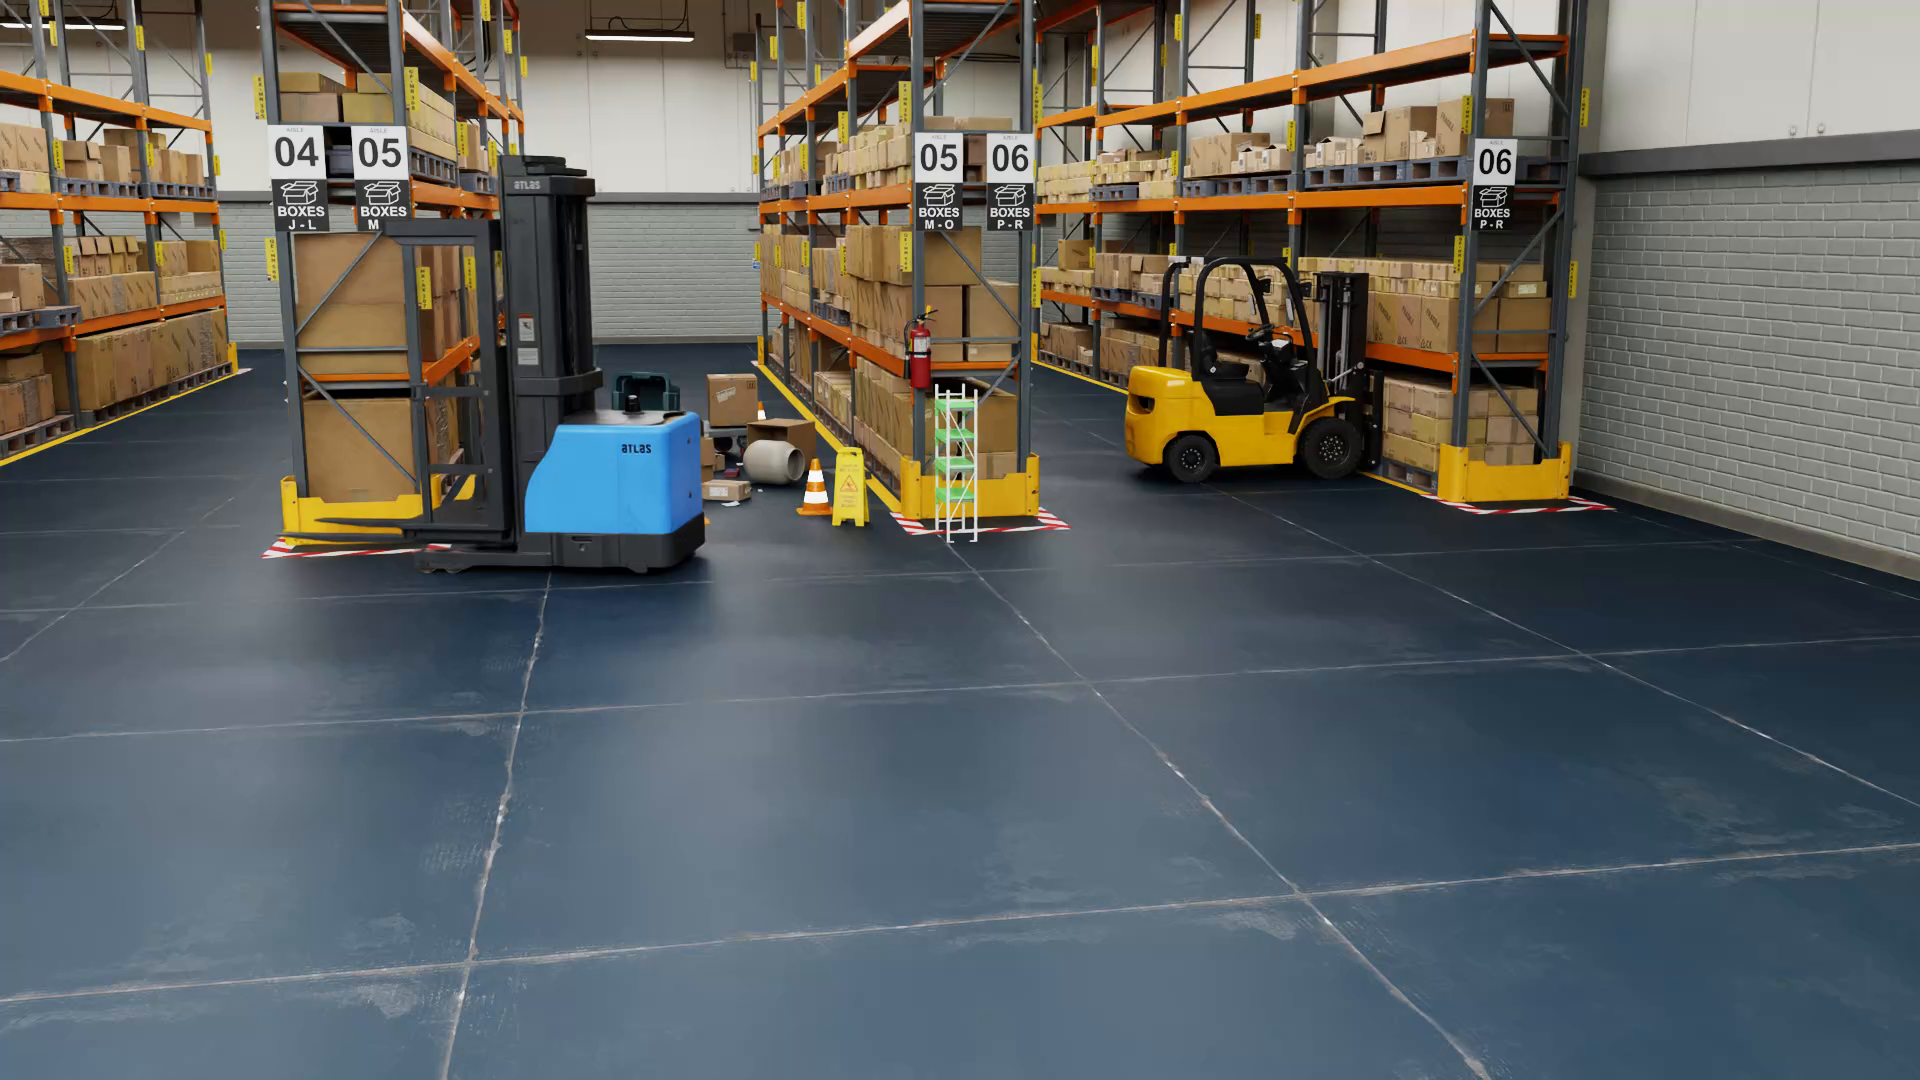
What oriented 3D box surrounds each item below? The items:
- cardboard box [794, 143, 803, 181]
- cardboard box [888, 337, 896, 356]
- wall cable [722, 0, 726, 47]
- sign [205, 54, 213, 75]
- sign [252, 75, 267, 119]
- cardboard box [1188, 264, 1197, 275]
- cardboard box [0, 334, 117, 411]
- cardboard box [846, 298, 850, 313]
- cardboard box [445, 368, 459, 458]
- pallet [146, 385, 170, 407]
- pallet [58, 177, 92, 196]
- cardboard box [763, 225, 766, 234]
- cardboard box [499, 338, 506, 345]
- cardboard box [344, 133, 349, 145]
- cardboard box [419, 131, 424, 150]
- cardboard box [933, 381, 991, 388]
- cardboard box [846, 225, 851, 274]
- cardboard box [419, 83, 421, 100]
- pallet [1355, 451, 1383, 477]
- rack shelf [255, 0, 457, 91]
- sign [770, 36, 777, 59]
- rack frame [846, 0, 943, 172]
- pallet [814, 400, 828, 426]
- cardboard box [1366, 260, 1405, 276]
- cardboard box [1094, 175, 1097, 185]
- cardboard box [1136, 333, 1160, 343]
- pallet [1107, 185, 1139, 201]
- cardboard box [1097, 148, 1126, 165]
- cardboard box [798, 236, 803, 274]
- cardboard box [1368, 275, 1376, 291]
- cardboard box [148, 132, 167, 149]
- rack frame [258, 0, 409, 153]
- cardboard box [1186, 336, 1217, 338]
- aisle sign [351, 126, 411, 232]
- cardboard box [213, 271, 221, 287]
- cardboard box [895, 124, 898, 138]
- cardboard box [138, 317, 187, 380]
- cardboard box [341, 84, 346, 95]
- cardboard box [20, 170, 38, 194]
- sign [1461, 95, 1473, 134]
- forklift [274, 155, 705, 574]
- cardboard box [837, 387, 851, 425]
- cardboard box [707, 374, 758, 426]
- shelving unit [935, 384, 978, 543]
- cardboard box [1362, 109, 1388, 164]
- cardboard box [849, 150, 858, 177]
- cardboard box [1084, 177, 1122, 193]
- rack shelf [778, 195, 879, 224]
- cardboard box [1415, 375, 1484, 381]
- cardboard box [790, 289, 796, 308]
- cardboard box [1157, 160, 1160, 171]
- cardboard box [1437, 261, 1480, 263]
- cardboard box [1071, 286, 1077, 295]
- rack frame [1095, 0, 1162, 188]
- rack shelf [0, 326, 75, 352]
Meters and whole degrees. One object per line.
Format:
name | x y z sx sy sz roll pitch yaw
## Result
cardboard box | -1.835 -5.056 22.325 0.700 0.500 0.500 -3 11 -14
cardboard box | -0.449 -1.759 15.087 0.380 0.149 0.250 -2 11 -10
wall cable | -5.912 -11.490 33.453 2.355 3.000 0.029 -2 11 -11
sign | -12.198 -7.721 26.986 0.100 0.325 0.005 -2 11 -11
sign | -5.271 -3.339 12.539 0.100 0.325 0.005 -2 11 -11
cardboard box | 3.239 -3.583 21.998 0.380 0.149 0.250 -2 11 -10
cardboard box | -11.290 -2.082 20.672 1.225 0.875 0.875 -3 11 -14
cardboard box | -1.049 -2.586 18.310 0.380 0.149 0.250 -2 11 -10
cardboard box | -5.460 -1.265 16.379 0.875 0.875 0.875 -2 11 -10
pallet | -11.731 -2.017 23.229 1.003 0.211 1.213 -2 11 -11
pallet | -11.354 -4.289 20.191 1.213 0.211 1.003 -2 11 -8
cardboard box | -3.155 -5.306 28.376 0.380 0.149 0.250 -2 11 -9
cardboard box | -6.287 -2.529 22.017 0.500 0.250 0.500 -2 11 -12
cardboard box | -5.331 -3.328 13.916 0.380 0.149 0.250 -2 11 -12
cardboard box | -4.586 -3.259 13.558 0.380 0.149 0.250 -2 11 -11
cardboard box | 0.014 -1.259 16.016 0.500 0.500 0.500 -2 11 -10
cardboard box | -0.805 -3.017 17.286 0.700 0.500 0.500 -2 11 -12
cardboard box | -4.586 -3.650 13.475 0.380 0.149 0.250 -2 11 -12
pallet | 4.545 -0.859 17.143 1.003 0.211 1.213 -2 11 -11
rack shelf | -5.125 -4.251 14.456 1.077 0.370 4.000 -2 11 -11
sign | -2.783 -7.354 24.846 0.100 0.325 0.005 -2 11 -11
rack frame | -0.678 -5.366 17.321 1.000 3.000 0.127 -2 11 -11
pallet | -1.305 -1.639 21.244 1.003 0.211 1.213 -2 11 -11
cardboard box | 4.355 -2.766 16.910 0.380 0.149 0.250 -2 11 -11
cardboard box | 2.302 -5.604 25.874 0.380 0.149 0.250 -2 11 -10
cardboard box | 2.840 -3.003 24.780 0.380 0.149 0.250 -2 11 -11
pallet | 2.897 -5.136 24.640 1.213 0.211 1.003 -2 11 -11
cardboard box | 2.350 -5.955 25.814 0.396 0.266 0.258 -2 11 -12
cardboard box | -1.921 -3.872 22.575 0.500 0.500 0.500 -2 11 -10
cardboard box | 4.275 -2.615 16.913 0.380 0.149 0.250 -2 11 -12
cardboard box | -12.350 -6.035 25.195 0.500 0.250 0.500 -2 11 -13
rack frame | -4.736 -4.434 12.424 1.000 3.000 0.127 -2 11 -11
cardboard box | 3.502 -2.883 24.150 0.380 0.149 0.250 -3 11 -14
aisle sign | -4.428 -2.762 12.731 0.394 0.787 0.004 -2 11 -11
cardboard box | -12.378 -4.253 27.122 0.500 0.250 0.500 -2 11 -12
cardboard box | -0.375 -3.667 14.955 0.380 0.149 0.250 -2 11 -11
cardboard box | -12.004 -2.812 24.508 0.875 0.875 0.875 -2 11 -11
cardboard box | -5.330 -3.719 13.842 0.380 0.149 0.250 -2 11 -11
cardboard box | -10.734 -4.023 18.690 0.500 0.250 0.500 -2 11 -11
sign | 4.433 -3.719 14.534 0.100 0.325 0.005 -2 11 -11
forklift | -3.498 -1.295 12.161 3.031 2.935 1.130 1 11 5
cardboard box | -0.926 -1.562 19.286 0.950 0.372 0.625 -1 11 -7
cardboard box | -2.418 -1.493 17.676 0.500 0.500 0.500 -2 11 -11
shelving unit | -0.032 -0.620 13.244 0.258 1.200 0.503 -2 11 -11
cardboard box | 4.466 -4.019 16.598 0.797 0.503 0.637 -2 11 -9
cardboard box | -0.861 -3.874 17.112 0.500 0.250 0.500 -2 11 -12
cardboard box | 2.295 -5.693 26.666 0.500 0.250 0.500 -2 11 -11
rack shelf | -1.845 -4.639 23.451 1.077 0.370 4.000 -2 11 -11
cardboard box | 4.873 -1.492 16.568 0.500 0.250 0.500 -2 11 -11
cardboard box | -2.133 -3.441 23.652 0.500 0.250 0.500 -2 11 -12
cardboard box | 2.998 -5.275 23.405 0.380 0.149 0.250 -2 11 -12
cardboard box | 4.966 -2.692 16.519 0.380 0.149 0.250 -2 11 -12
cardboard box | 2.077 -4.182 27.817 0.380 0.149 0.250 -2 11 -12
rack frame | 2.634 -7.014 25.982 1.000 3.000 0.127 -2 11 -11
rack shelf | -10.788 -2.072 17.983 1.077 0.370 4.000 -2 11 -11
